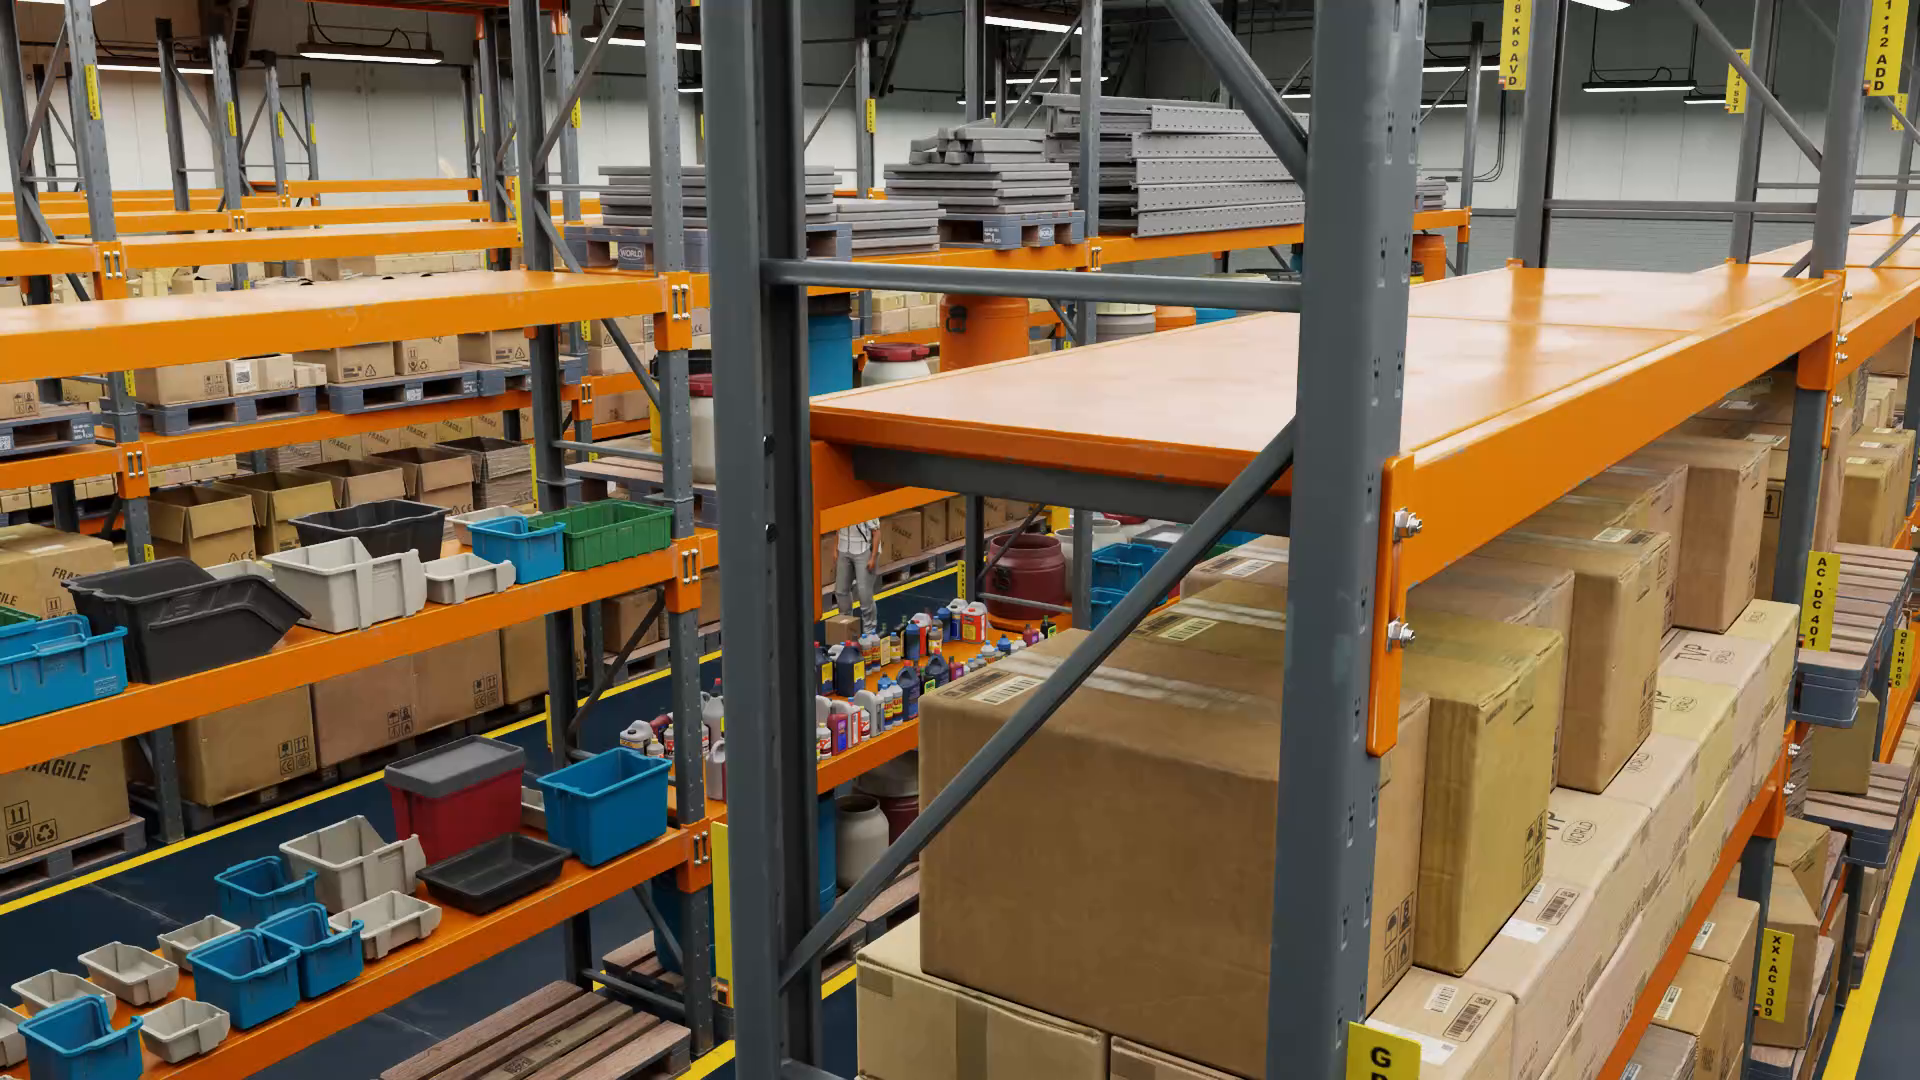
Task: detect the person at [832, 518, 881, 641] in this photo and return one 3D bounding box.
[{"bbox_3d":[-1.027,0.161,16.273,0.539,1.667,0.465,9,16,33],"label":"person"}]
